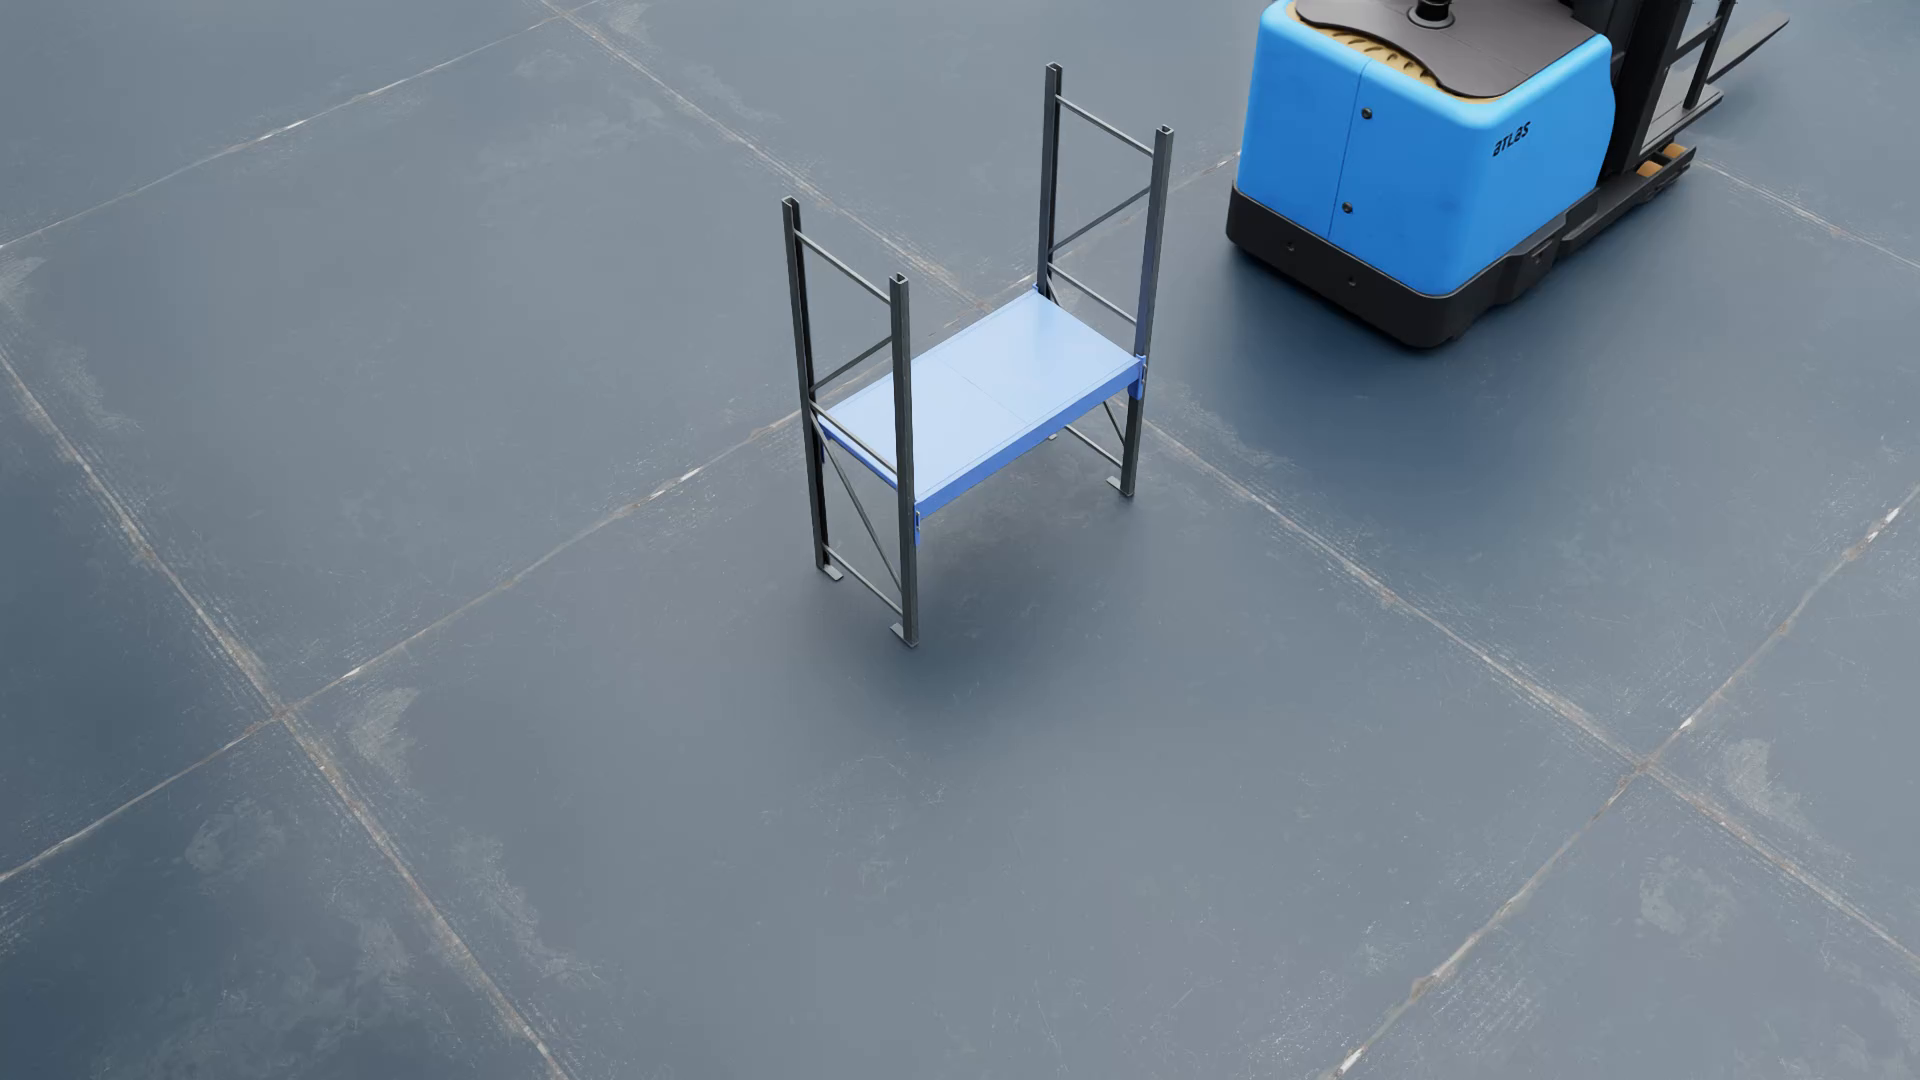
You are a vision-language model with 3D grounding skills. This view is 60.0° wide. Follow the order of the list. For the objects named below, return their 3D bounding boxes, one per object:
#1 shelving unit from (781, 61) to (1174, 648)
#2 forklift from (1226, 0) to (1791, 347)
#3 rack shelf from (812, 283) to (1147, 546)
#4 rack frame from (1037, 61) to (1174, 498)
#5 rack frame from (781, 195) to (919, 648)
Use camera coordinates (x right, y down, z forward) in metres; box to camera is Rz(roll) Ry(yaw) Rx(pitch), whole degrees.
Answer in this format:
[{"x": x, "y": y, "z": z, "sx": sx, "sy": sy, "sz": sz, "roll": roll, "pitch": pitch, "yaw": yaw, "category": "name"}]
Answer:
[{"x": 0.063, "y": -0.551, "z": 5.238, "sx": 1.048, "sy": 1.500, "sz": 0.538, "roll": -34, "pitch": 56, "yaw": -27, "category": "shelving unit"}, {"x": 2.508, "y": -2.687, "z": 6.235, "sx": 3.031, "sy": 2.935, "sz": 1.130, "roll": -35, "pitch": 56, "yaw": -28, "category": "forklift"}, {"x": 0.063, "y": -0.429, "z": 5.370, "sx": 1.000, "sy": 0.185, "sz": 0.538, "roll": -34, "pitch": 56, "yaw": -27, "category": "rack shelf"}, {"x": 0.439, "y": -0.802, "z": 5.470, "sx": 0.032, "sy": 1.500, "sz": 0.500, "roll": -34, "pitch": 56, "yaw": -27, "category": "rack frame"}, {"x": -0.313, "y": -0.299, "z": 5.006, "sx": 0.032, "sy": 1.500, "sz": 0.500, "roll": -34, "pitch": 56, "yaw": -27, "category": "rack frame"}]
